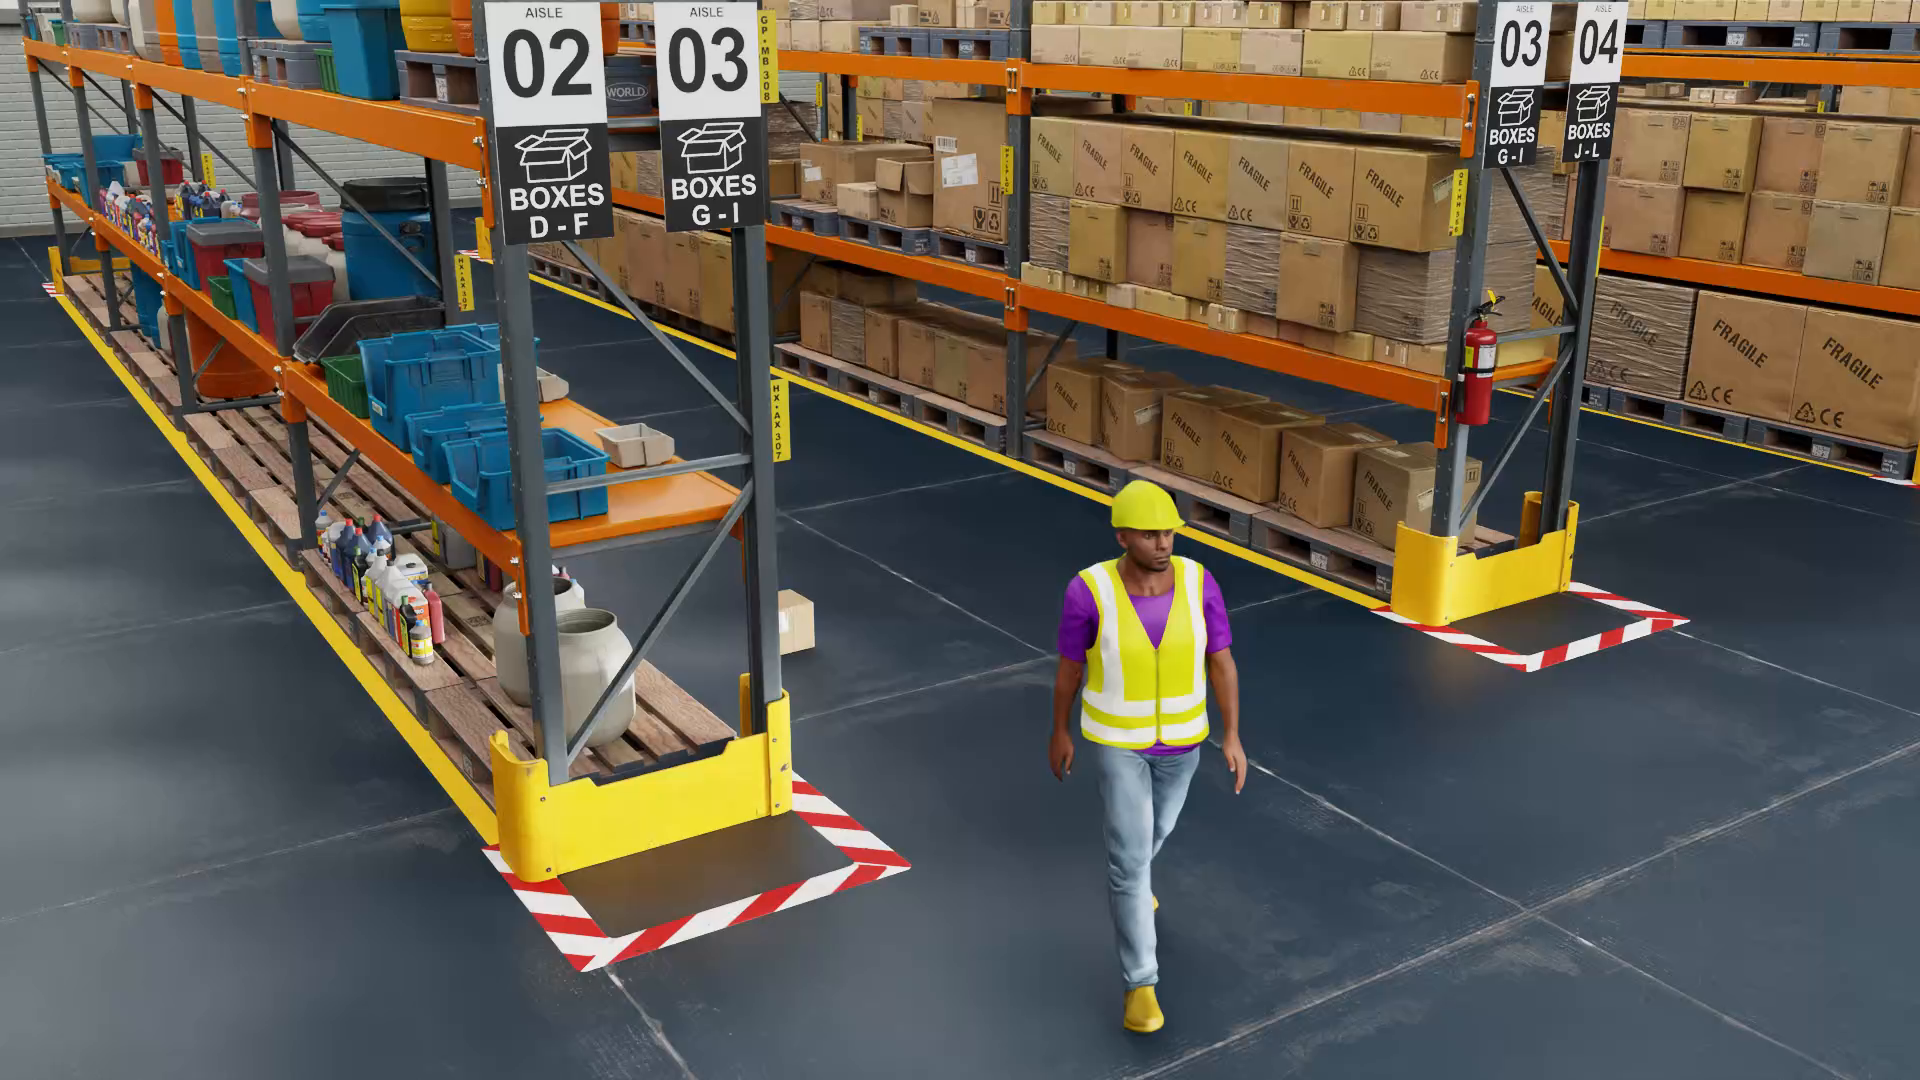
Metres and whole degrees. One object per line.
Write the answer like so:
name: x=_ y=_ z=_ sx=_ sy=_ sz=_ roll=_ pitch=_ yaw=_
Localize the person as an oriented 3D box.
person: x=0.626 y=0.652 z=5.519 sx=0.588 sy=1.733 sz=0.996 roll=-4 pitch=18 yaw=-12
